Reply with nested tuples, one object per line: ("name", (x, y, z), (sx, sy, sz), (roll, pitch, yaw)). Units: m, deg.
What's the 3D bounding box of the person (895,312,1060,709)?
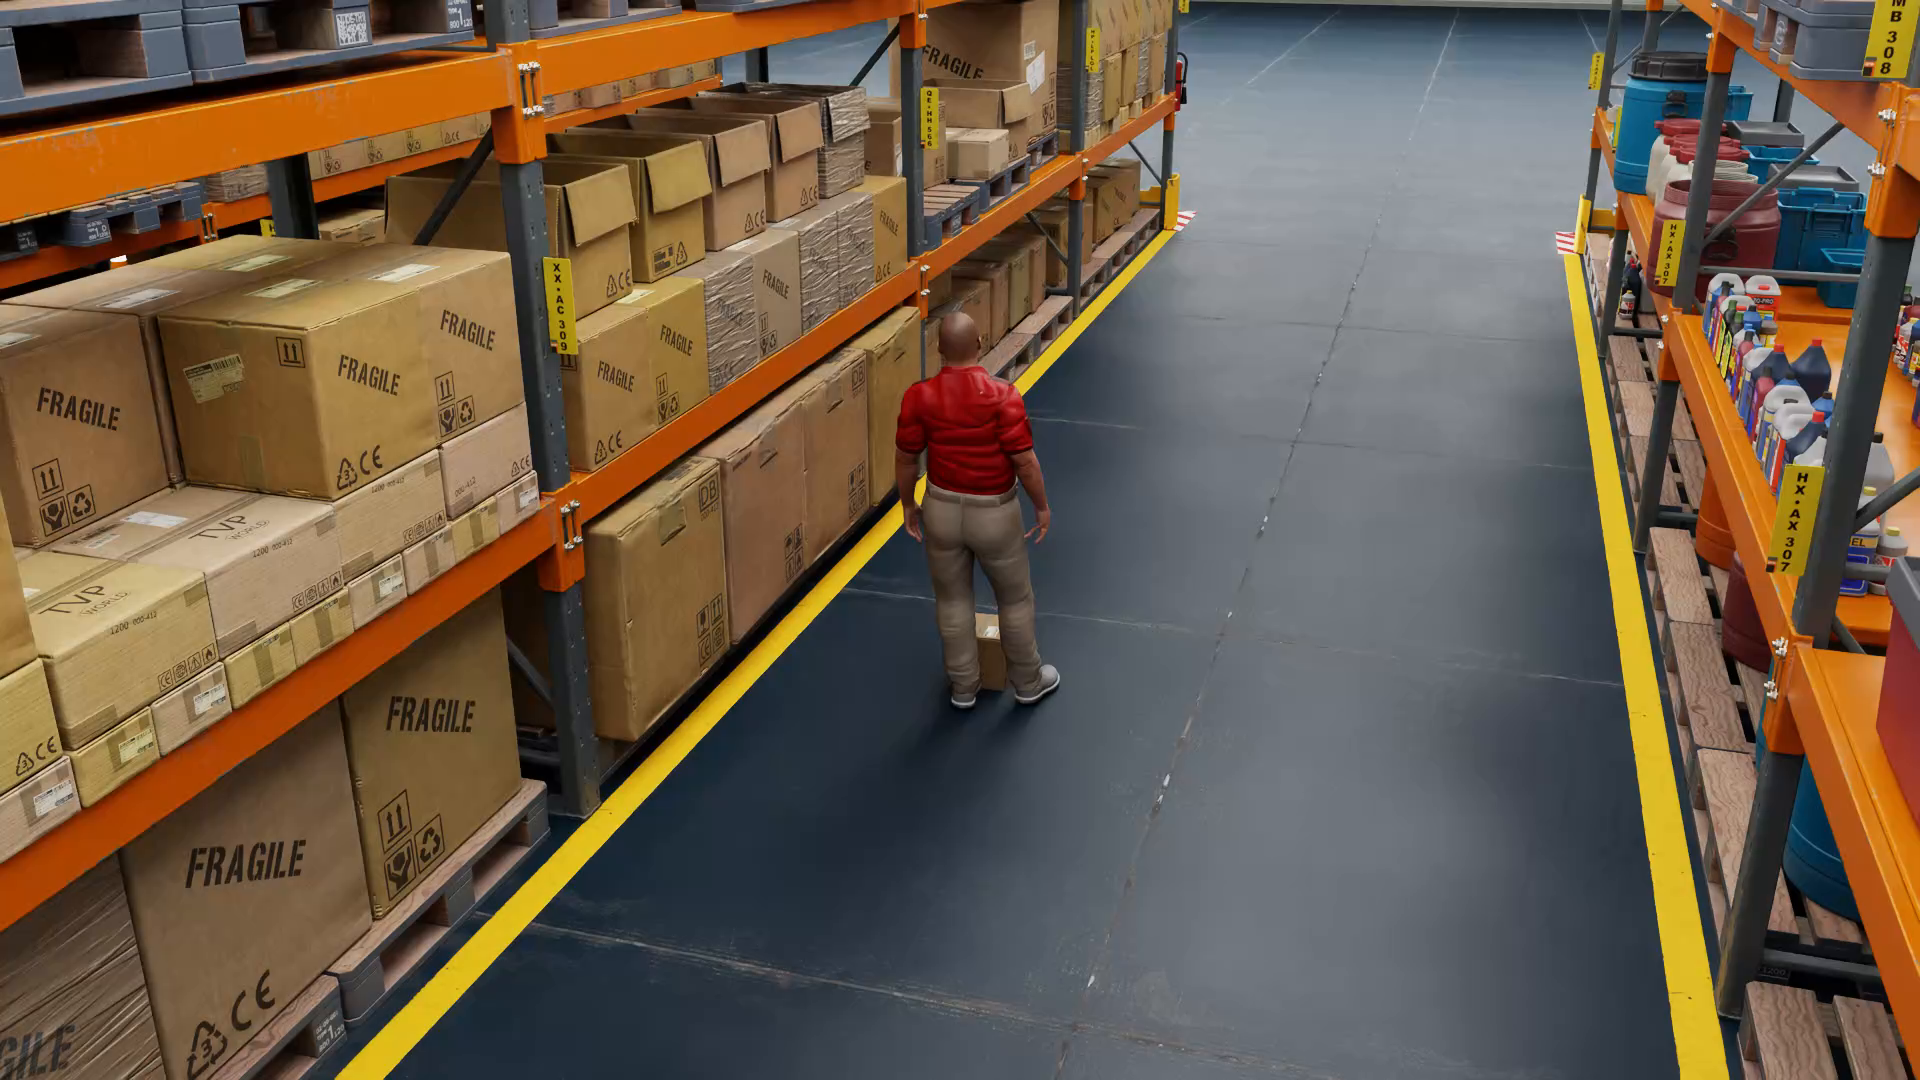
("person", (0.079, -0.127, 6.902), (0.640, 1.727, 0.550), (6, 22, 14))
